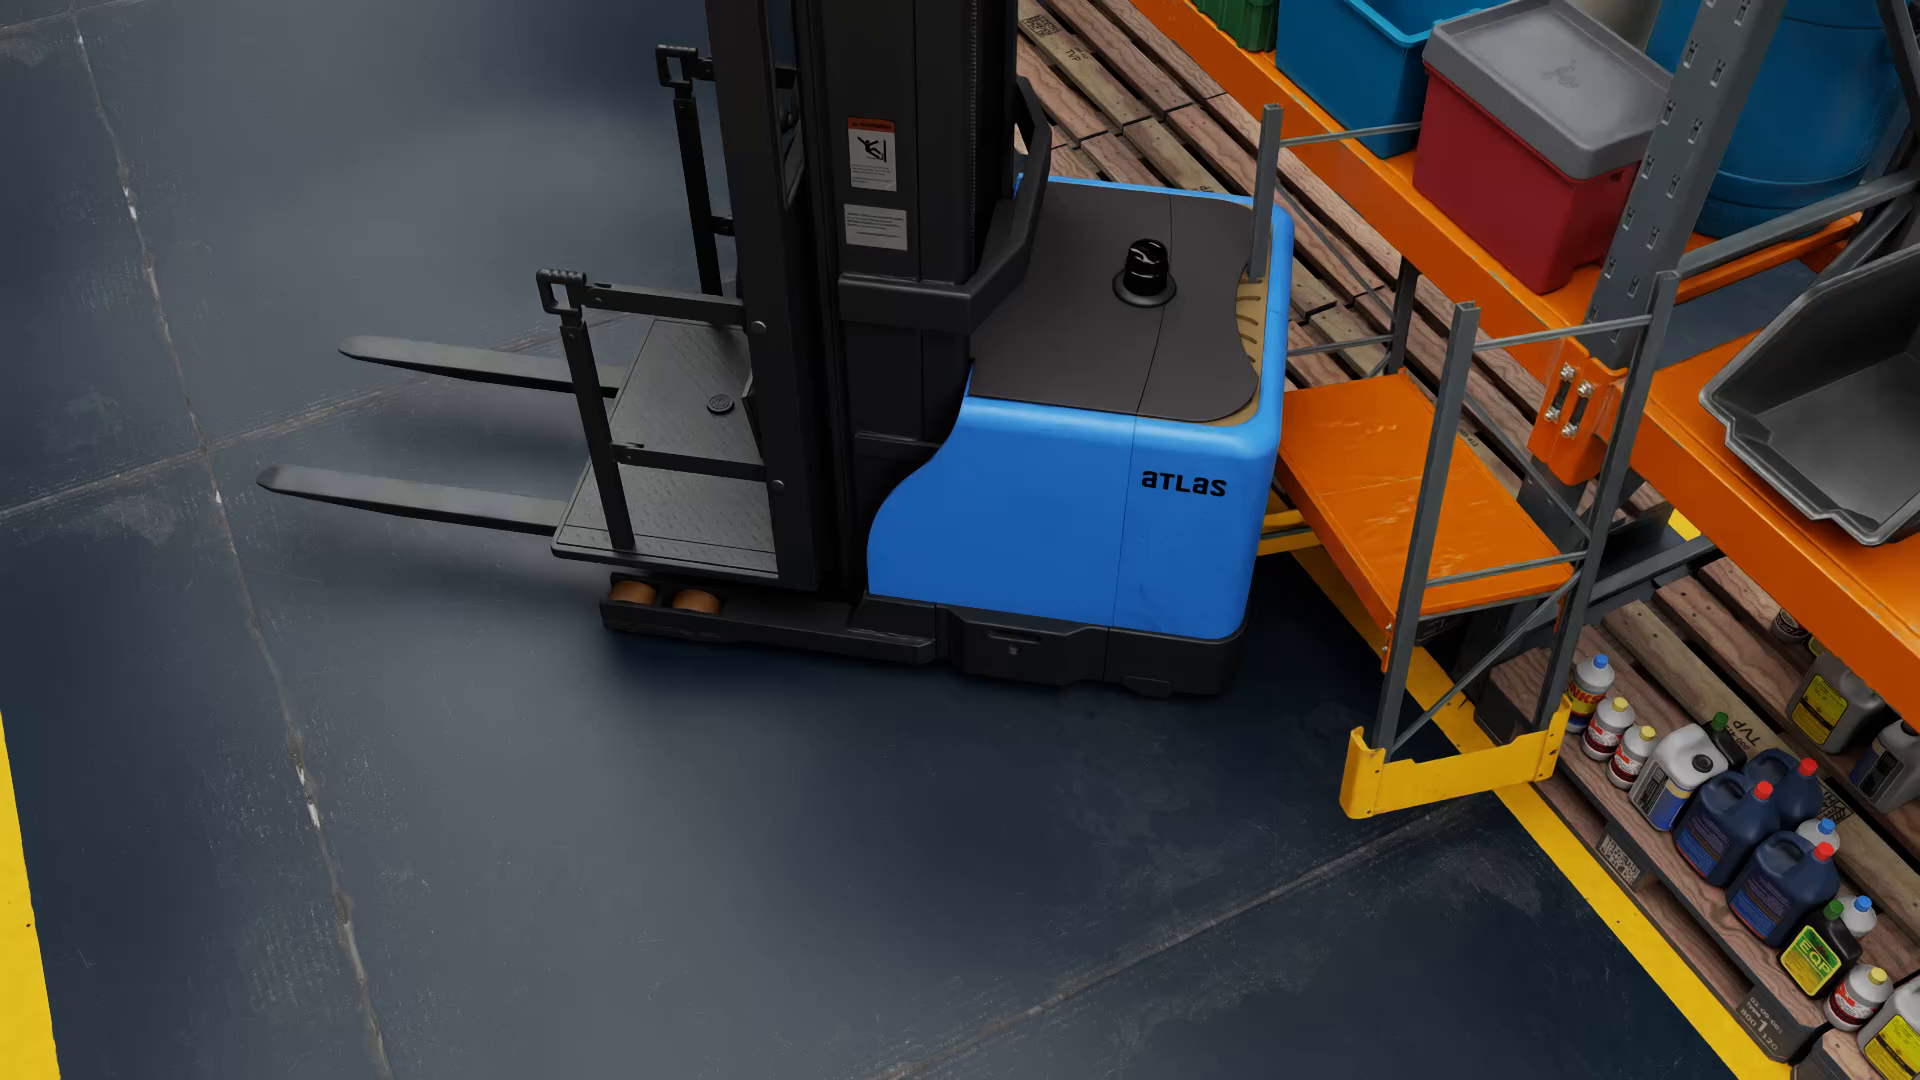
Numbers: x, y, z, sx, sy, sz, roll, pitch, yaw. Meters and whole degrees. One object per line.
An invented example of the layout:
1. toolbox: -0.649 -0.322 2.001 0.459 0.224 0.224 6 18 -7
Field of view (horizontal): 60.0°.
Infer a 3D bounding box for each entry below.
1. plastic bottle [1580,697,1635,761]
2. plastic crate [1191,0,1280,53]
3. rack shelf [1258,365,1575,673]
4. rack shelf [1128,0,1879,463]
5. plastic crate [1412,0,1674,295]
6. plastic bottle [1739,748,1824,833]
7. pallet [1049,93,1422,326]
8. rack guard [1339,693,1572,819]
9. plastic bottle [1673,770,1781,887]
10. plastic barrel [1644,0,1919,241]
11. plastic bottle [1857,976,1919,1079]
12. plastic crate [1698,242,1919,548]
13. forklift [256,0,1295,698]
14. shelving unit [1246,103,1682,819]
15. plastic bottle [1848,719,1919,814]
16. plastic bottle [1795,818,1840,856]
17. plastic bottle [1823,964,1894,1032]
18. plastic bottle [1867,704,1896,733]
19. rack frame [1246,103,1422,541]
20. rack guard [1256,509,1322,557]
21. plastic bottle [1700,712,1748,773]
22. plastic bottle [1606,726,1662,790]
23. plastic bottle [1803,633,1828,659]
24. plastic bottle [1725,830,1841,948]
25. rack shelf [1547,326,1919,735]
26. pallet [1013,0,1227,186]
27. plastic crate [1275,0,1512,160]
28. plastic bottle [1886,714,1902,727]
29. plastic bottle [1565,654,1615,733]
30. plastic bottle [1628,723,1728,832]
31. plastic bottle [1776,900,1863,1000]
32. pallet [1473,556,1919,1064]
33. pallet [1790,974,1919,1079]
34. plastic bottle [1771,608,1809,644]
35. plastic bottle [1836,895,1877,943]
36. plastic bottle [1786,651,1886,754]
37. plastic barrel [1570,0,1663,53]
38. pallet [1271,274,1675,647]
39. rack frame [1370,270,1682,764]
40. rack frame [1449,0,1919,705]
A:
1. plastic bottle: 1.718 0.489 4.397 0.097 0.201 0.097 0 49 0
2. plastic crate: 0.867 -1.719 4.901 0.450 0.188 0.662 -21 52 -18
3. rack shelf: 1.147 -0.090 4.389 0.538 0.185 1.000 -10 39 -11
4. rack shelf: 1.000 -1.822 5.328 1.077 0.370 4.000 -21 52 -18
5. plastic crate: 1.422 -0.960 4.054 0.402 0.464 0.583 -21 52 -18
6. plastic bottle: 2.044 0.641 4.164 0.144 0.351 0.185 -21 52 -18
7. pallet: 0.959 -1.132 6.100 1.003 0.211 1.213 -21 52 -18
8. rack guard: 1.276 0.551 4.292 0.587 0.250 0.087 -10 39 -11
9. plastic bottle: 1.916 0.690 4.121 0.144 0.351 0.185 -20 52 -17
10. plastic barrel: 2.008 -1.248 4.016 0.600 0.901 0.708 -21 52 -18
11. plastic bottle: 2.196 1.101 3.762 0.144 0.351 0.185 -22 52 -18
12. plastic crate: 2.042 -0.305 3.566 0.767 0.338 0.504 -21 52 -18
13. forklift: -0.616 -1.046 4.218 3.031 2.935 1.130 7 49 6
14. shelving unit: 1.142 -0.236 4.284 0.587 1.500 1.083 -10 39 -11
15. plastic bottle: 2.434 0.560 4.285 0.152 0.276 0.135 -21 52 -18
16. plastic bottle: 2.089 0.772 4.102 0.097 0.271 0.097 0 49 0
17. plastic bottle: 2.111 1.063 3.894 0.097 0.201 0.097 0 49 0
18. plastic bottle: 2.466 0.339 4.428 0.144 0.351 0.185 -22 53 -18
19. rack frame: 1.018 -0.535 4.665 0.500 1.500 0.032 -10 39 -11
20. rack guard: 1.030 -0.044 5.052 0.587 0.250 0.087 -10 39 -11
21. plastic bottle: 1.938 0.564 4.277 0.061 0.283 0.133 -21 52 -18
22. plastic bottle: 1.764 0.557 4.337 0.097 0.201 0.097 0 49 0
23. plastic bottle: 2.429 0.238 4.562 0.061 0.283 0.133 -19 51 -16
24. plastic bottle: 2.002 0.817 4.010 0.144 0.351 0.185 -23 53 -19
25. rack shelf: 2.830 0.855 2.987 1.077 0.370 4.000 -21 52 -18
26. pallet: 0.405 -1.947 6.813 1.003 0.211 1.213 -21 52 -18
27. plastic crate: 1.134 -1.346 4.445 0.392 0.384 0.575 -21 52 -18
28. plastic bottle: 2.554 0.467 4.316 0.144 0.351 0.185 -24 53 -19
29. plastic bottle: 1.671 0.398 4.430 0.097 0.271 0.097 0 49 0
30. plastic bottle: 1.843 0.603 4.247 0.152 0.276 0.135 -19 52 -16
31. plastic bottle: 2.040 0.964 3.927 0.061 0.283 0.133 -19 52 -16
32. pallet: 2.185 0.662 4.531 1.003 0.211 1.213 -21 52 -18
33. pallet: 2.748 1.479 3.816 1.003 0.211 1.213 -21 52 -18
34. plastic bottle: 2.358 0.192 4.656 0.097 0.201 0.097 0 49 0
35. plastic bottle: 2.103 0.928 3.965 0.097 0.271 0.097 0 49 0
36. plastic bottle: 2.338 0.389 4.385 0.144 0.351 0.185 -21 52 -18
37. plastic barrel: 1.672 -1.481 4.462 0.433 0.535 0.433 0 49 0
38. pallet: 1.521 -0.314 5.385 1.003 0.211 1.213 -21 52 -18
39. rack frame: 1.269 0.073 3.890 0.500 1.500 0.032 -10 39 -11
40. rack frame: 1.915 -0.720 3.887 1.000 3.000 0.127 -21 52 -18
